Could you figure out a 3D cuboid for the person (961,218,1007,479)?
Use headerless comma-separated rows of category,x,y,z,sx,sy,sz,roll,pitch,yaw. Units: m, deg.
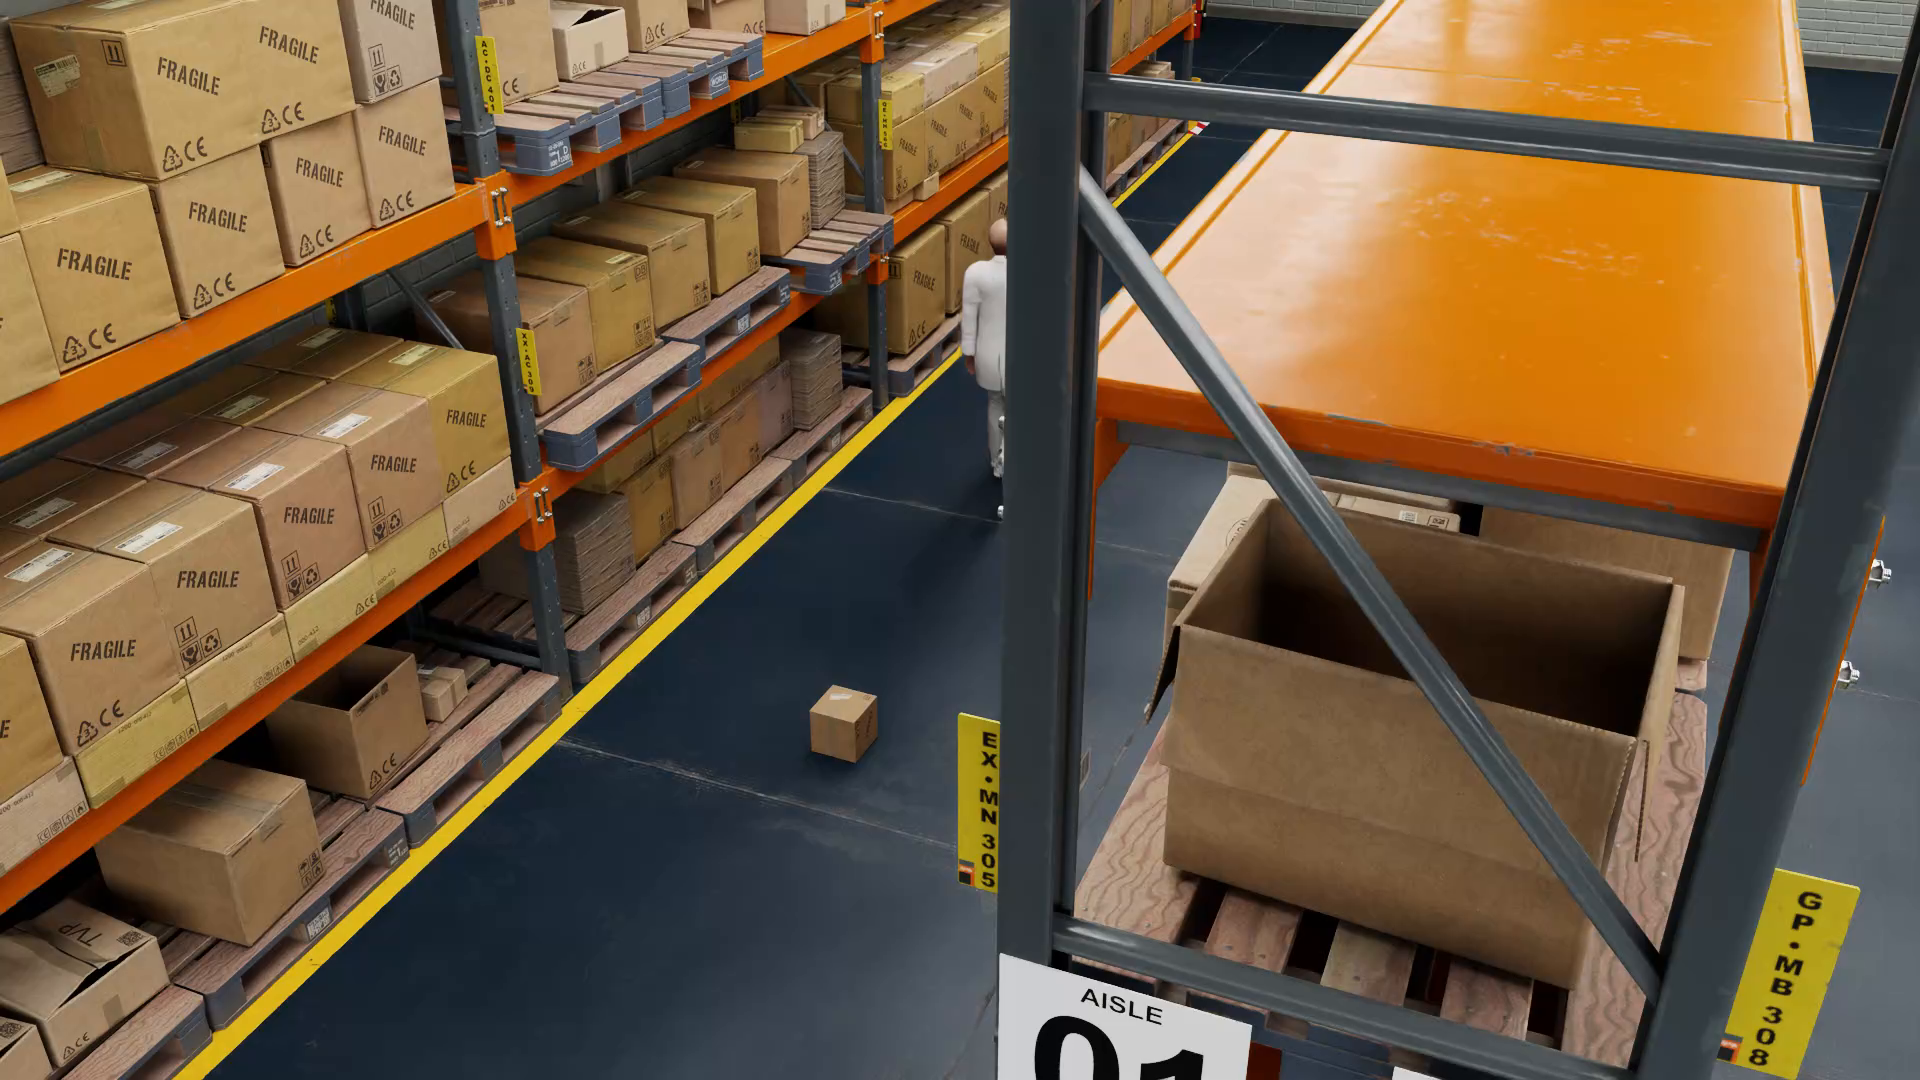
person,0.289,-1.171,10.471,0.590,1.760,0.724,7,30,13
